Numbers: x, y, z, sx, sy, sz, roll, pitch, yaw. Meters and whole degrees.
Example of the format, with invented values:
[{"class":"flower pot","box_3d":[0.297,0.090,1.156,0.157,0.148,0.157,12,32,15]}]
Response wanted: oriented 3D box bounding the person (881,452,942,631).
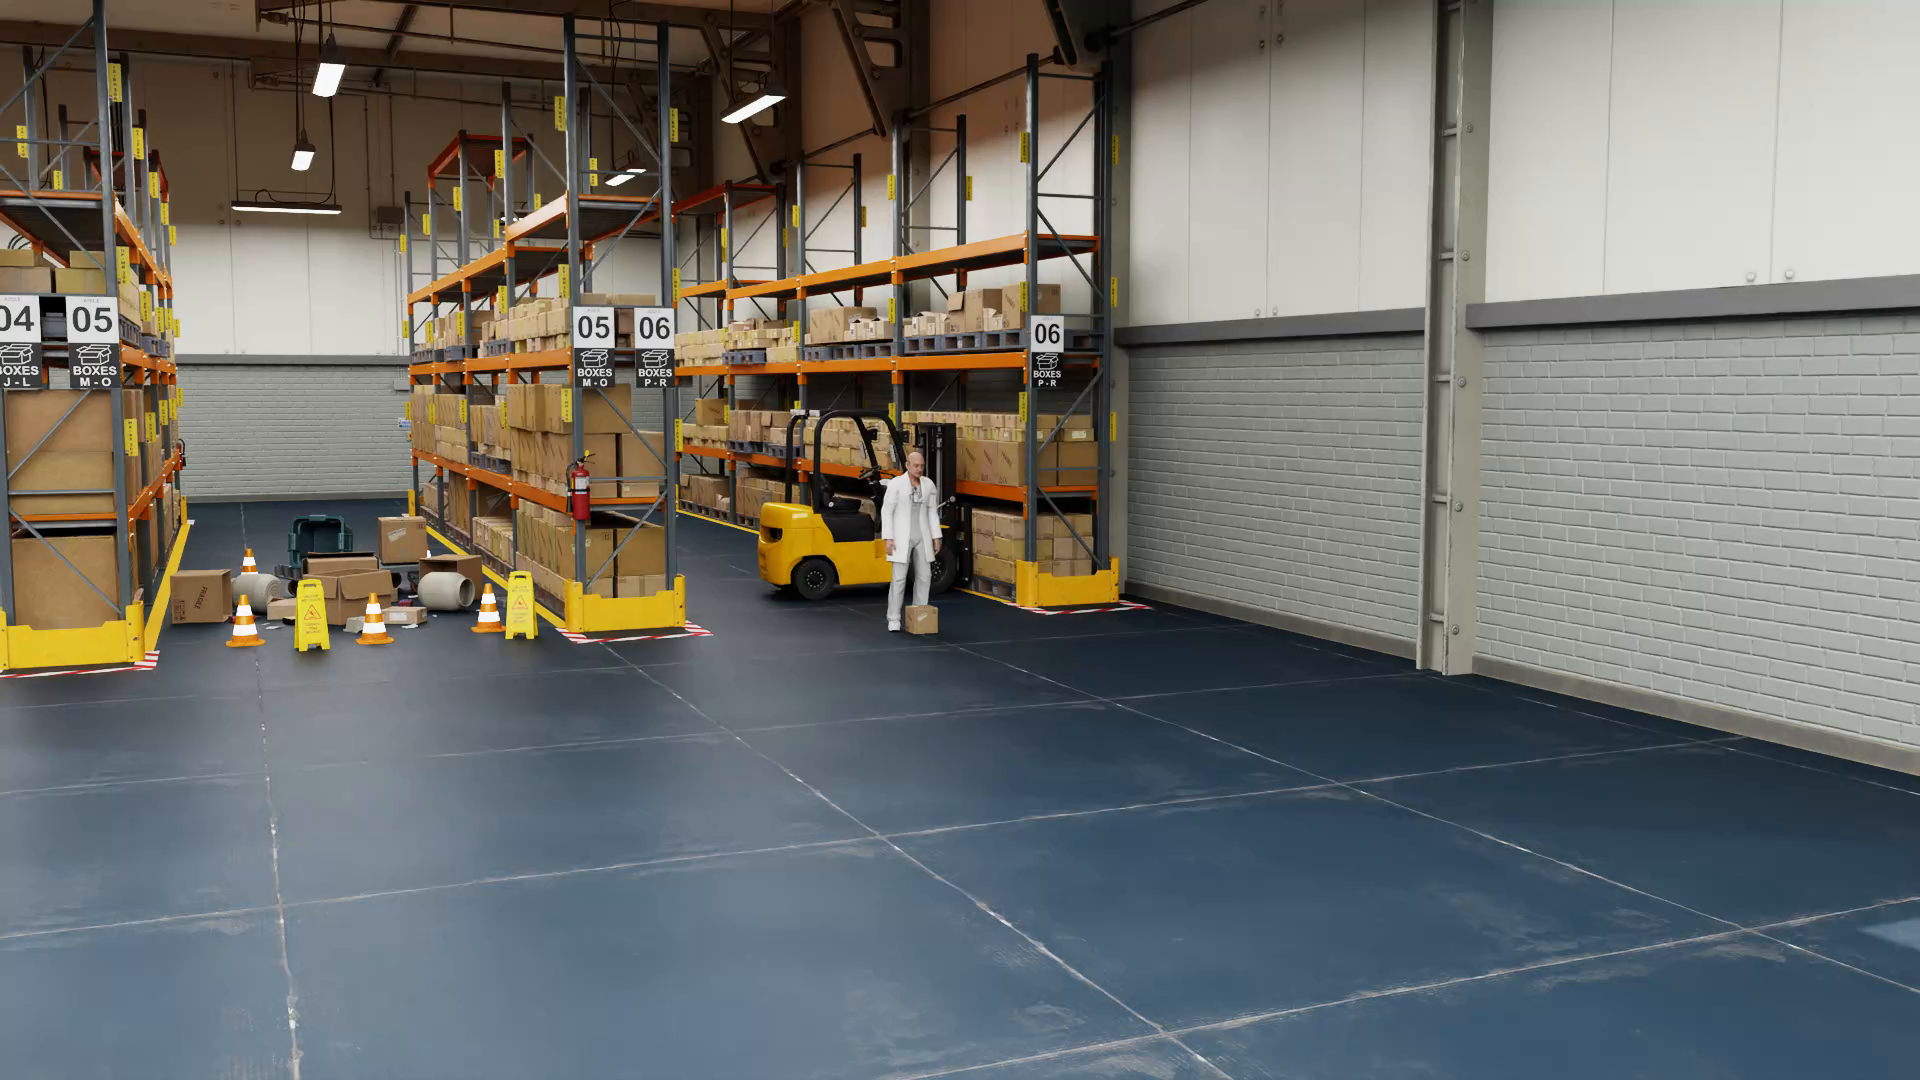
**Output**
[{"class":"person","box_3d":[-0.481,0.108,16.637,0.655,1.569,0.416,-2,6,-25]}]
